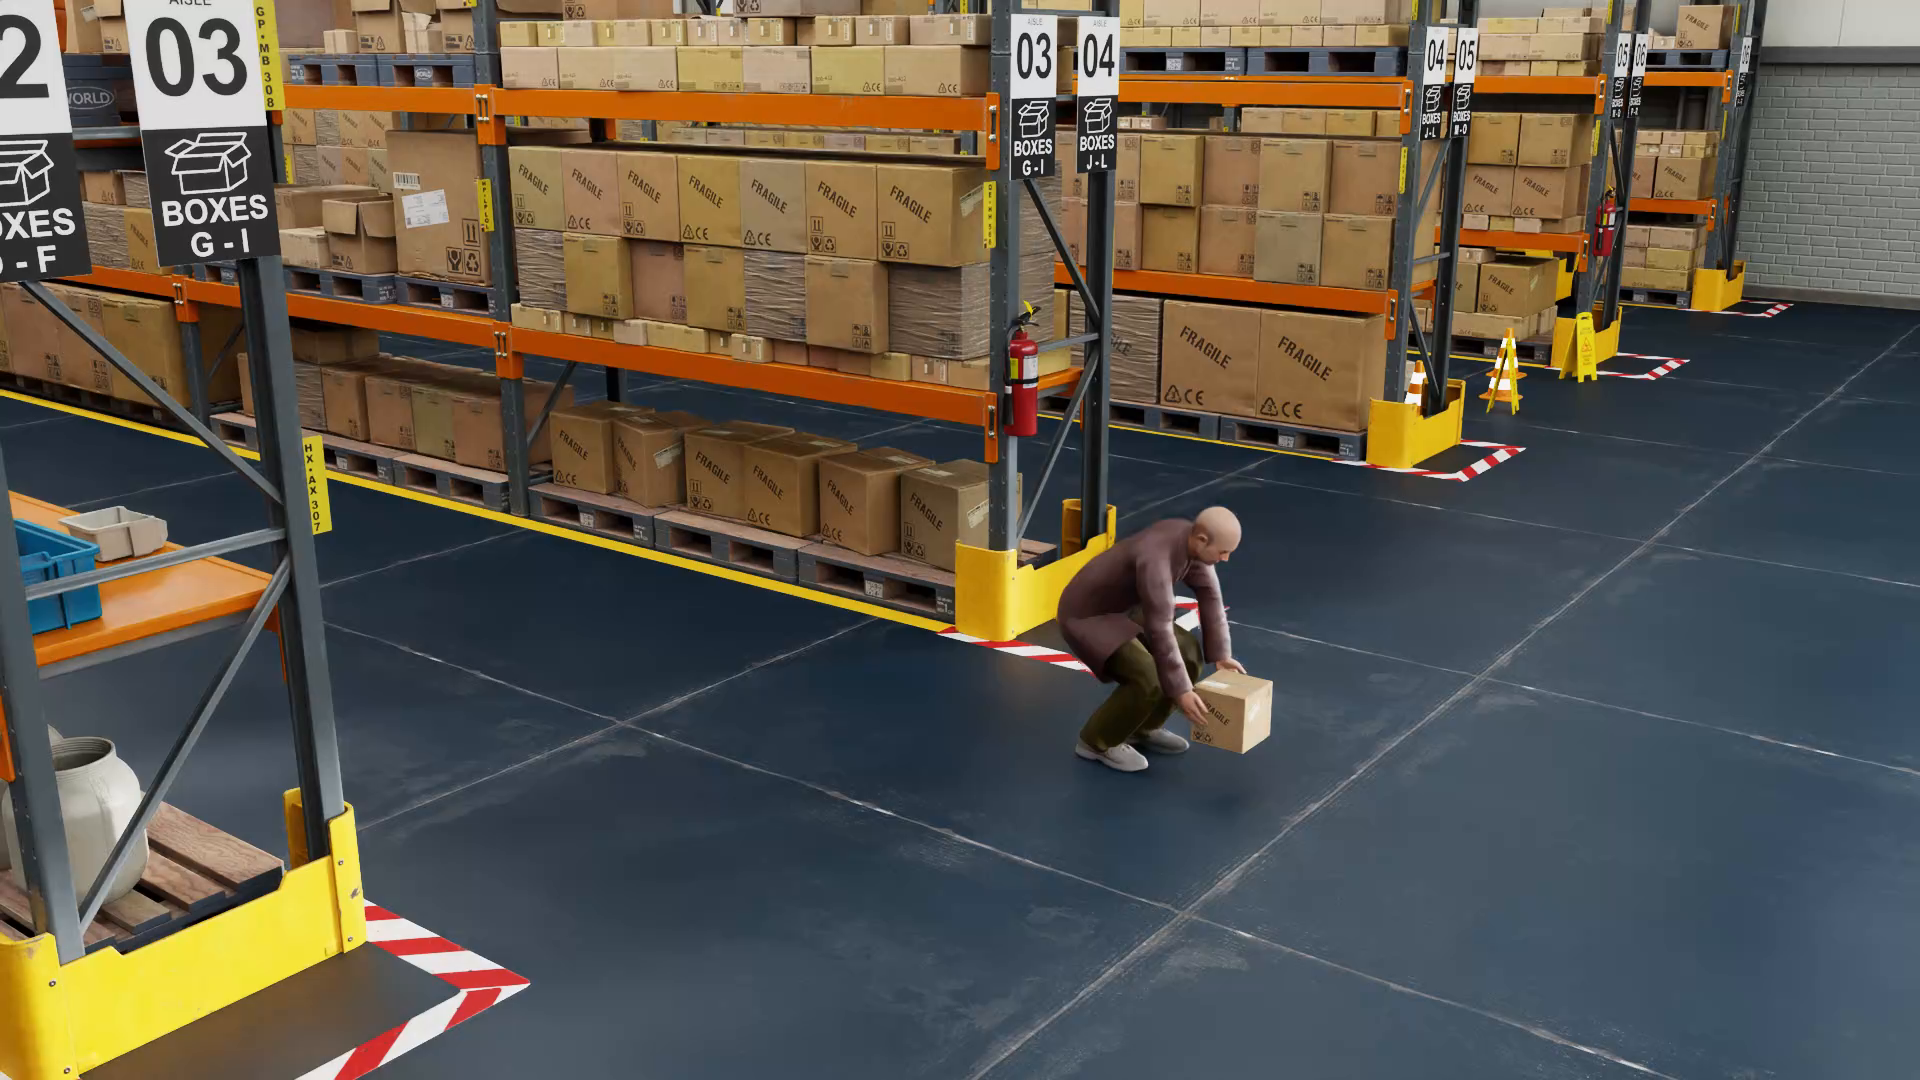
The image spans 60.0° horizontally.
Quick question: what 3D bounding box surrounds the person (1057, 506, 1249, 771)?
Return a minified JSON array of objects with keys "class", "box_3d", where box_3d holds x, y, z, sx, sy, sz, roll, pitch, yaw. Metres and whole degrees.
[{"class":"person","box_3d":[0.825,0.395,7.274,0.821,1.184,0.626,12,20,35]}]
